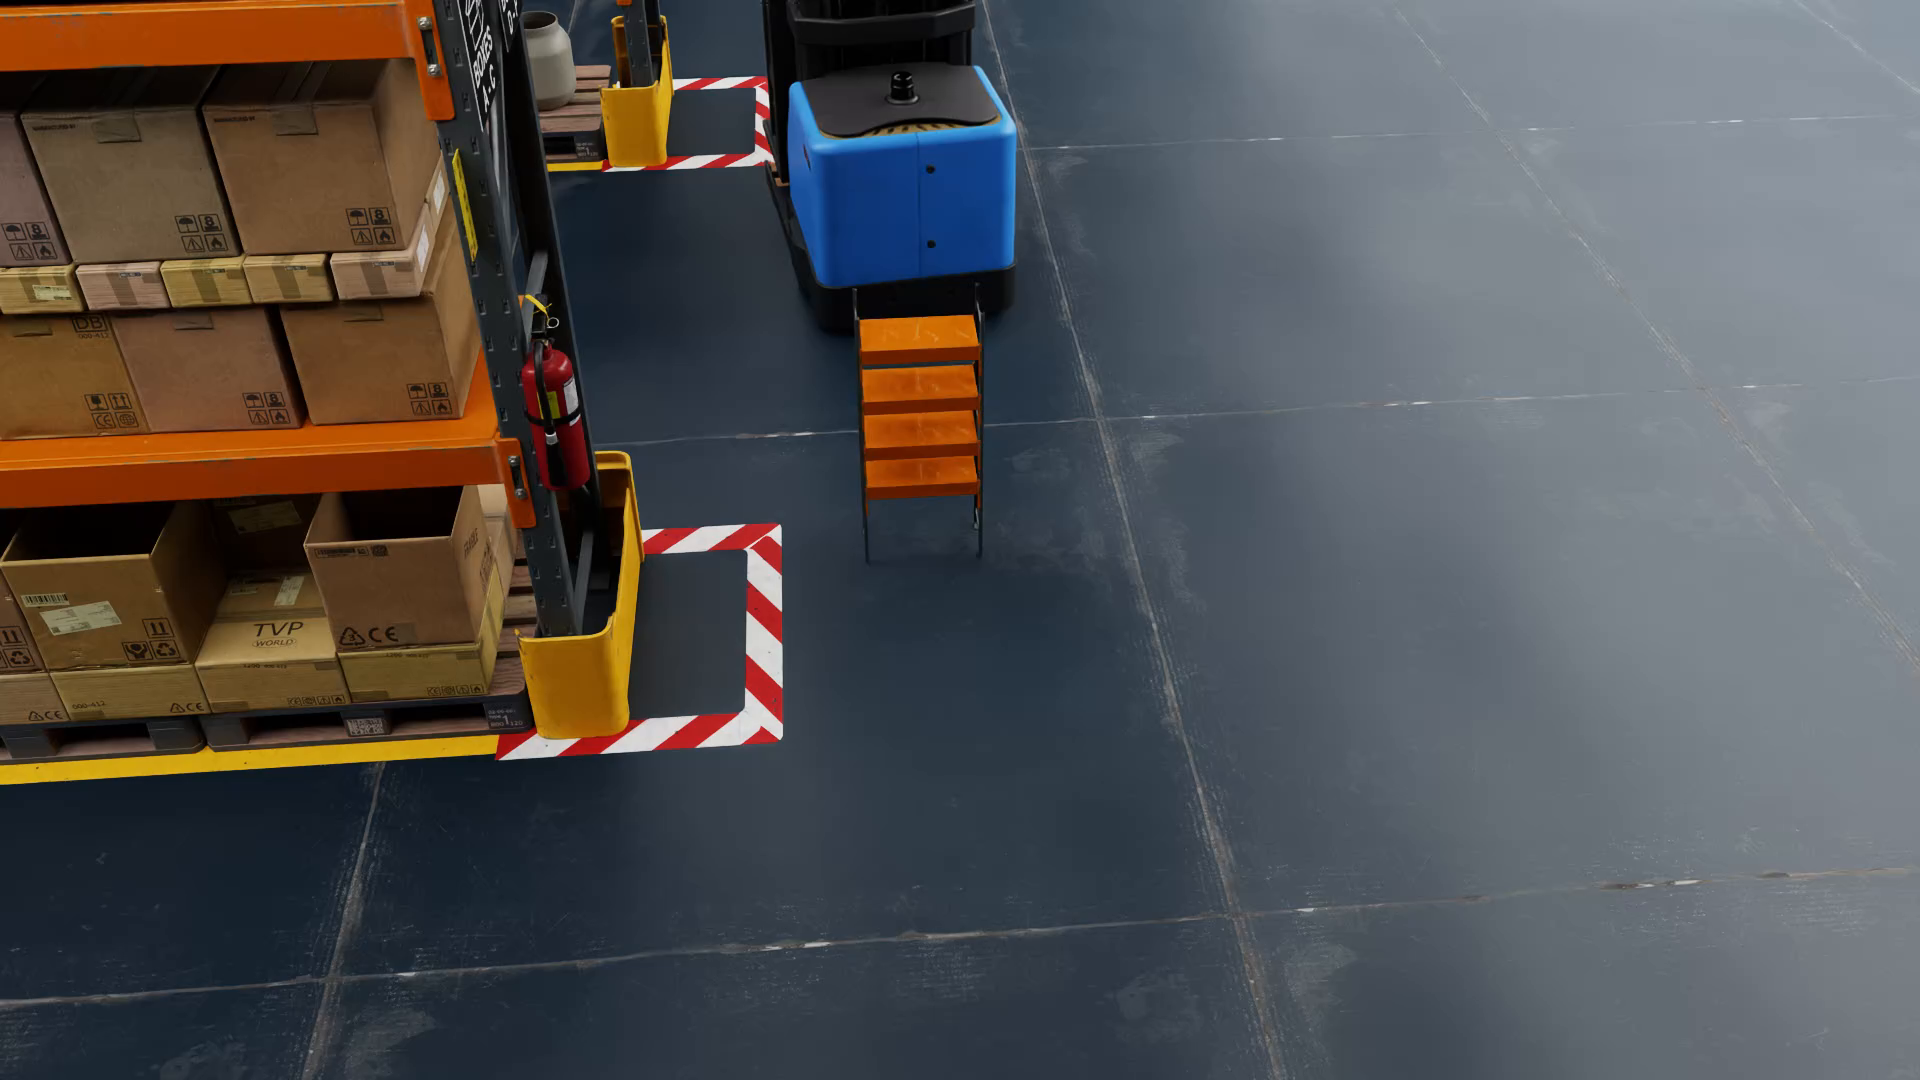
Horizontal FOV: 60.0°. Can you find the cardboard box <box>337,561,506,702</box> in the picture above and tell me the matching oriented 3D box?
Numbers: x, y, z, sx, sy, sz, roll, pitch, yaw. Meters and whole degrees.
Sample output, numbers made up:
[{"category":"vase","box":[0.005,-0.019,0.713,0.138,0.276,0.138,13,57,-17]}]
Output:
[{"category":"cardboard box","box":[-2.020,0.339,6.279,0.500,0.250,0.500,-3,38,-4]}]

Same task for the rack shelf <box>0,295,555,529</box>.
[{"category":"rack shelf","box":[-3.504,-0.395,5.910,4.000,0.370,1.077,-3,38,-4]}]

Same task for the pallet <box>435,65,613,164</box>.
[{"category":"pallet","box":[-2.828,-2.674,10.469,1.213,0.211,1.003,-3,38,-4]}]

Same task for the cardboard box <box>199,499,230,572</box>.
[{"category":"cardboard box","box":[-3.060,-0.211,6.371,0.500,0.500,0.500,-3,38,-4]}]

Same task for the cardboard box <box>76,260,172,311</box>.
[{"category":"cardboard box","box":[-2.641,-0.901,5.366,0.250,0.149,0.380,-3,38,-3]}]

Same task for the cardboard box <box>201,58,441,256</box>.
[{"category":"cardboard box","box":[-2.030,-1.315,5.367,0.500,0.500,0.700,-3,38,-4]}]

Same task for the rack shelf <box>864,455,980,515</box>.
[{"category":"rack shelf","box":[-0.165,-0.253,7.032,0.480,0.148,0.258,-3,38,-4]}]

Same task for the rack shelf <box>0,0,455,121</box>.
[{"category":"rack shelf","box":[-3.504,-1.573,4.981,4.000,0.370,1.077,-3,38,-4]}]

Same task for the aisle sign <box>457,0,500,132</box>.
[{"category":"aisle sign","box":[-1.420,-1.630,4.796,0.004,0.787,0.394,-3,38,-4]}]

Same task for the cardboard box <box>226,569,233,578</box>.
[{"category":"cardboard box","box":[-3.061,0.076,6.612,0.500,0.250,0.500,-3,38,-4]}]

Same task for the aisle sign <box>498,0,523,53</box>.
[{"category":"aisle sign","box":[-1.473,-2.000,5.265,0.004,0.787,0.394,-3,38,-4]}]

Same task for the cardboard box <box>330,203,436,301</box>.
[{"category":"cardboard box","box":[-1.875,-0.943,5.419,0.250,0.149,0.380,-4,38,-5]}]

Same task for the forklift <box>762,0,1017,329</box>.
[{"category":"forklift","box":[-0.534,-3.143,8.867,1.130,2.935,3.031,-8,39,-10]}]

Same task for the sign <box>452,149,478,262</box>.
[{"category":"sign","box":[-1.477,-0.999,4.969,0.005,0.325,0.100,-3,38,-4]}]

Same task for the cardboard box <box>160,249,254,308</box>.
[{"category":"cardboard box","box":[-2.391,-0.913,5.382,0.250,0.149,0.380,-4,38,-5]}]

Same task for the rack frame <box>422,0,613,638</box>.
[{"category":"rack frame","box":[-1.512,-0.787,5.826,0.127,3.000,1.000,-3,38,-4]}]

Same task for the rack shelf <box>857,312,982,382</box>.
[{"category":"rack shelf","box":[-0.165,-0.770,6.623,0.480,0.148,0.258,-3,38,-4]}]

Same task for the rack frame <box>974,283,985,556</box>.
[{"category":"rack frame","box":[0.078,-0.475,6.884,0.015,1.200,0.240,-3,38,-4]}]

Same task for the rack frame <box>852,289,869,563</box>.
[{"category":"rack frame","box":[-0.408,-0.449,6.850,0.015,1.200,0.240,-3,38,-4]}]

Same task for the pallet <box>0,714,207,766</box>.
[{"category":"pallet","box":[-3.482,0.440,6.522,1.213,0.211,1.003,-3,38,-4]}]

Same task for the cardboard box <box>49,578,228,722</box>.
[{"category":"cardboard box","box":[-3.014,0.402,6.199,0.500,0.250,0.500,-3,38,-4]}]

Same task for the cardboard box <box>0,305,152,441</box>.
[{"category":"cardboard box","box":[-2.995,-0.753,5.702,0.500,0.500,0.700,-3,38,-4]}]

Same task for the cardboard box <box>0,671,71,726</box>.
[{"category":"cardboard box","box":[-3.513,0.429,6.166,0.500,0.250,0.500,-3,38,-4]}]

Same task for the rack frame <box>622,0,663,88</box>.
[{"category":"rack frame","box":[-1.947,-3.844,9.700,0.127,3.000,1.000,-3,38,-4]}]

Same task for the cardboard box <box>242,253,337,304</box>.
[{"category":"cardboard box","box":[-2.136,-0.927,5.399,0.250,0.149,0.380,-2,38,-3]}]

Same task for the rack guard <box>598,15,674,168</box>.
[{"category":"rack guard","box":[-2.018,-2.829,10.432,0.348,0.500,1.175,-3,38,-4]}]

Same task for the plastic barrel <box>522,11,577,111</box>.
[{"category":"plastic barrel","box":[-2.595,-2.949,10.235,0.421,0.512,0.421,0,38,0]}]

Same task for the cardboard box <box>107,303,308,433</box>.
[{"category":"cardboard box","box":[-2.500,-0.777,5.732,0.500,0.500,0.700,-2,38,-3]}]

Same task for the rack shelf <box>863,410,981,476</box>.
[{"category":"rack shelf","box":[-0.165,-0.409,6.909,0.480,0.148,0.258,-3,38,-4]}]

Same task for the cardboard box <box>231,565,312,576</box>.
[{"category":"cardboard box","box":[-2.563,0.049,6.647,0.500,0.250,0.500,-3,38,-4]}]

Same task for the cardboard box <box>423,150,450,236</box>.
[{"category":"cardboard box","box":[-1.921,-1.193,5.735,0.250,0.149,0.380,-3,38,-4]}]

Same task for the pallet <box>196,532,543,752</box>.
[{"category":"pallet","box":[-2.270,0.375,6.604,1.213,0.211,1.003,-3,38,-4]}]

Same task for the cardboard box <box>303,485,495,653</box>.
[{"category":"cardboard box","box":[-2.019,0.046,6.046,0.500,0.500,0.500,-3,38,-4]}]

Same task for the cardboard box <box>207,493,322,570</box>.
[{"category":"cardboard box","box":[-2.563,-0.246,6.416,0.500,0.500,0.500,-3,38,-4]}]

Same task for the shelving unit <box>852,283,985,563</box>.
[{"category":"shelving unit","box":[-0.165,-0.462,6.867,0.503,1.200,0.258,-3,38,-4]}]

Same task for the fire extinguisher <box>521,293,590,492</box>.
[{"category":"fire extinguisher","box":[-1.353,-0.477,5.495,0.183,0.674,0.296,-3,38,-4]}]

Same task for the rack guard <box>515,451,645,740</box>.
[{"category":"rack guard","box":[-1.488,0.193,6.602,0.348,0.500,1.175,-3,38,-4]}]

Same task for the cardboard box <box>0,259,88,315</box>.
[{"category":"cardboard box","box":[-2.903,-0.886,5.347,0.250,0.149,0.380,-2,38,-3]}]

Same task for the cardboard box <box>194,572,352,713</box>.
[{"category":"cardboard box","box":[-2.516,0.374,6.235,0.500,0.250,0.500,-3,38,-4]}]

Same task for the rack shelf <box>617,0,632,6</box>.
[{"category":"rack shelf","box":[-3.939,-3.452,9.784,4.000,0.370,1.077,-3,38,-4]}]

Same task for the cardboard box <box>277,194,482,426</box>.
[{"category":"cardboard box","box":[-1.978,-0.809,5.773,0.500,0.500,0.700,-3,38,-4]}]

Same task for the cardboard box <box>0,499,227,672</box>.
[{"category":"cardboard box","box":[-3.014,0.110,5.965,0.500,0.500,0.500,-3,38,-4]}]

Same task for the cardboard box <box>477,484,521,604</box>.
[{"category":"cardboard box","box":[-2.065,0.019,6.684,0.500,0.250,0.500,-3,38,-4]}]

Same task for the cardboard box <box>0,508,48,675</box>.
[{"category":"cardboard box","box":[-3.512,0.136,5.931,0.500,0.500,0.500,-3,38,-4]}]

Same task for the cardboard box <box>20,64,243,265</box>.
[{"category":"cardboard box","box":[-2.554,-1.283,5.326,0.500,0.500,0.700,-4,38,-5]}]

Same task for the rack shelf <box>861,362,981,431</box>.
[{"category":"rack shelf","box":[-0.165,-0.585,6.770,0.480,0.148,0.258,-3,38,-4]}]

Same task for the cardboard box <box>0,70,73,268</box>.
[{"category":"cardboard box","box":[-3.056,-1.255,5.291,0.500,0.500,0.700,-3,38,-4]}]
